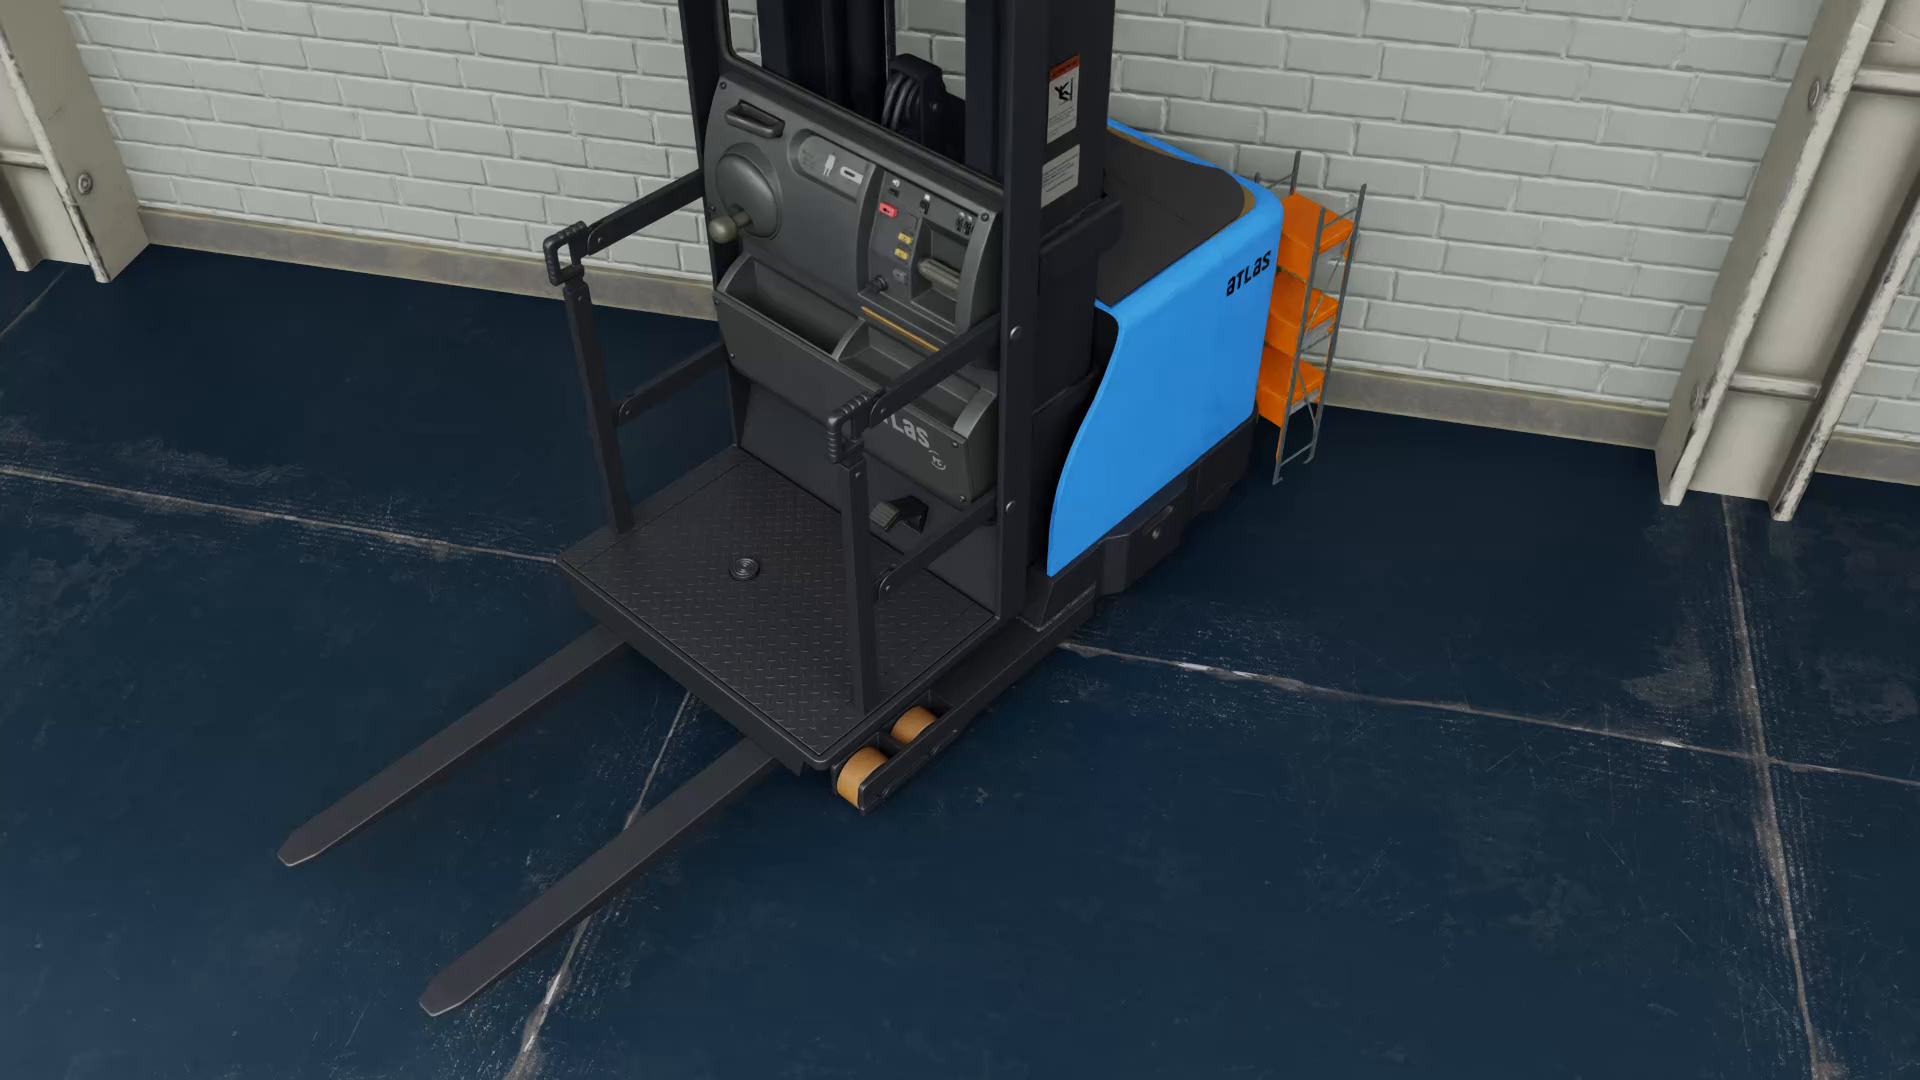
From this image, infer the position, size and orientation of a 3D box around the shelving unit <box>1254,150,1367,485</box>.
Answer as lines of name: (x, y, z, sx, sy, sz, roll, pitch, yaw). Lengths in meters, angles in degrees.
shelving unit: (1.017, -0.669, 5.188, 0.215, 1.050, 0.252, -32, 52, -29)

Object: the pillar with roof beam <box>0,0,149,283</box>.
pillar with roof beam: (-4.301, -1.429, 0.246, 0.400, 9.000, 9.100, 9, 45, 9)

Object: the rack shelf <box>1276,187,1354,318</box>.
rack shelf: (1.017, -0.866, 4.998, 0.215, 0.259, 0.240, -32, 52, -29)

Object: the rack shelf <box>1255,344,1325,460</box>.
rack shelf: (1.018, -0.461, 5.388, 0.215, 0.259, 0.240, -32, 52, -29)

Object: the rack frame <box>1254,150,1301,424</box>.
rack frame: (0.936, -0.732, 5.253, 0.200, 1.050, 0.008, -32, 52, -29)

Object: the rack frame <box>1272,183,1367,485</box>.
rack frame: (1.099, -0.606, 5.122, 0.200, 1.050, 0.008, -32, 52, -29)

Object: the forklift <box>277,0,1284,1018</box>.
forklift: (-0.426, -0.734, 3.899, 1.130, 2.935, 3.031, 32, 53, 29)

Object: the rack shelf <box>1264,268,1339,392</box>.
rack shelf: (1.018, -0.661, 5.195, 0.215, 0.259, 0.240, -32, 52, -29)
